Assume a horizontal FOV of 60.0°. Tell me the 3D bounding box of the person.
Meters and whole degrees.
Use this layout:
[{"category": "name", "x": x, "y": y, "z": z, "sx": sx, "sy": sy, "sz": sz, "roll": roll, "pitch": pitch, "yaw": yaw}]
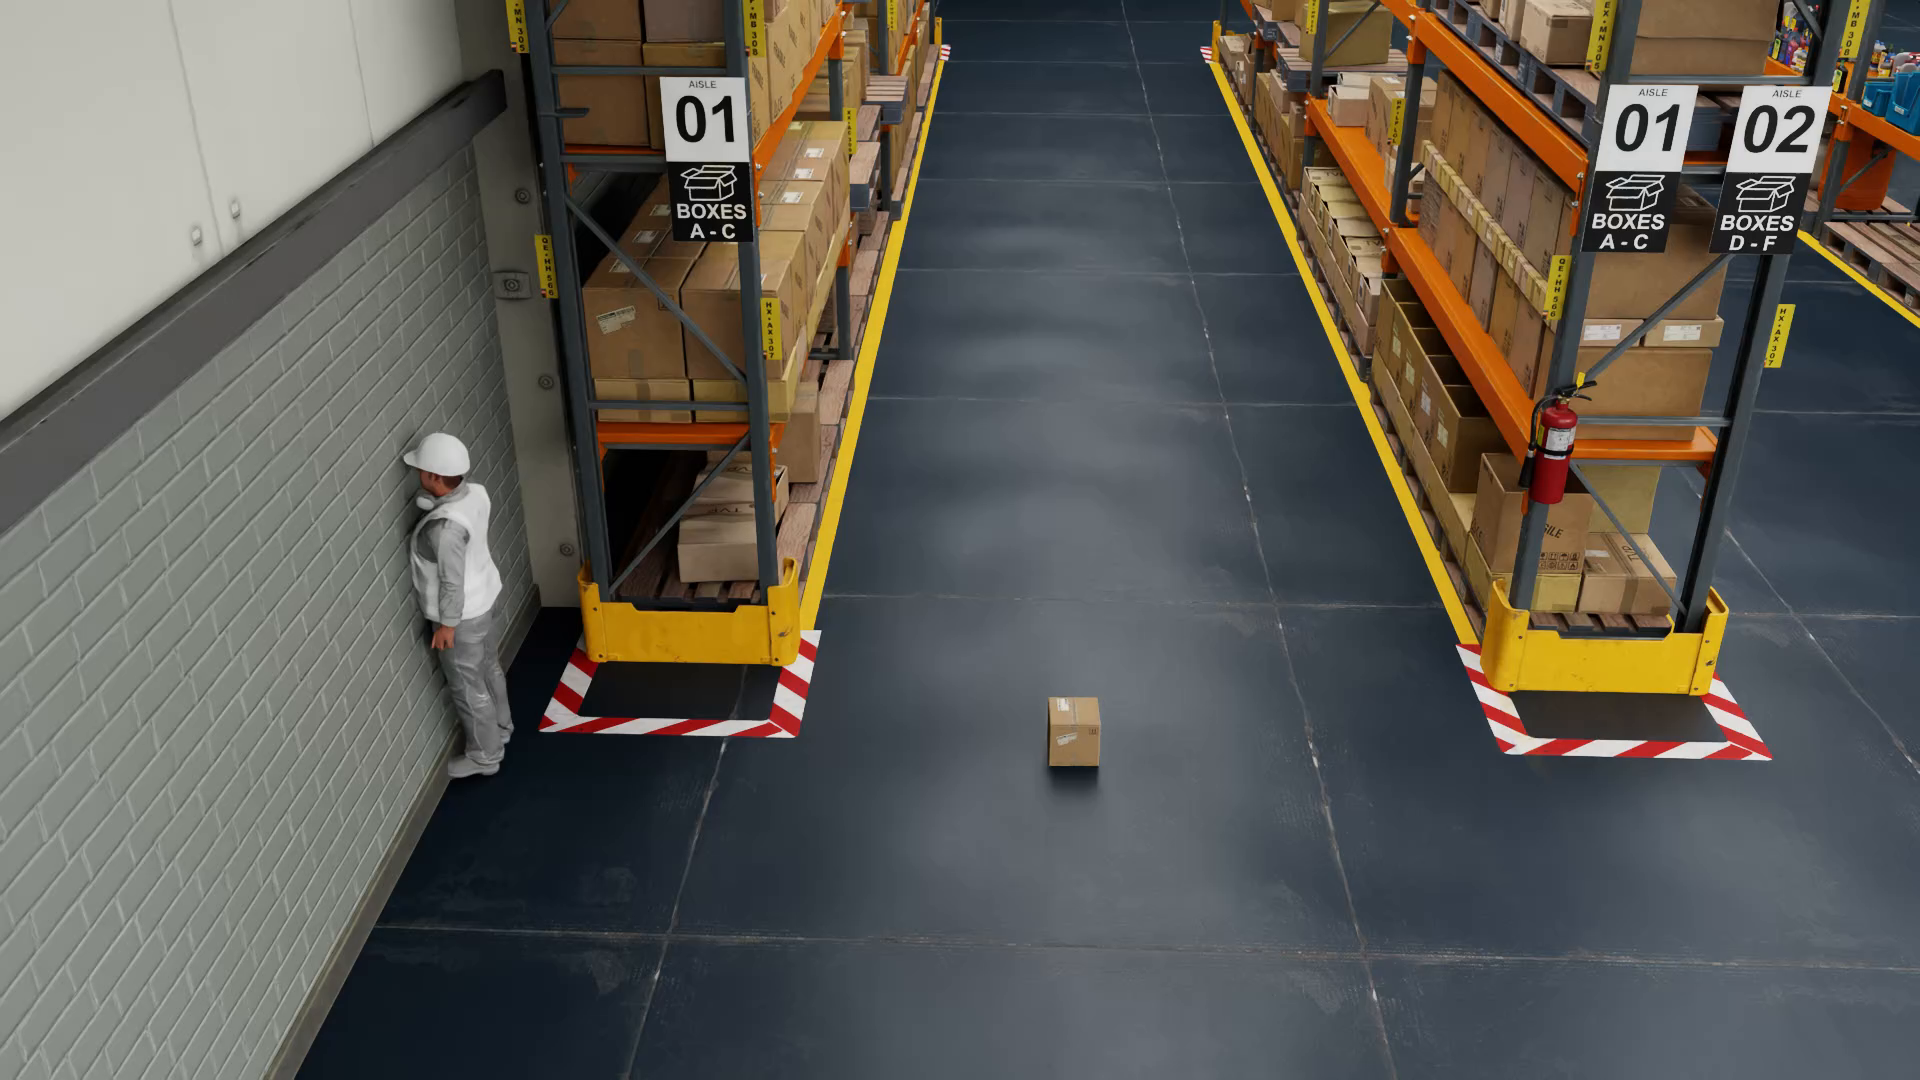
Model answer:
[{"category": "person", "x": -2.400, "y": 0.307, "z": 7.947, "sx": 0.387, "sy": 1.777, "sz": 0.527, "roll": 1, "pitch": 28, "yaw": 2}]
